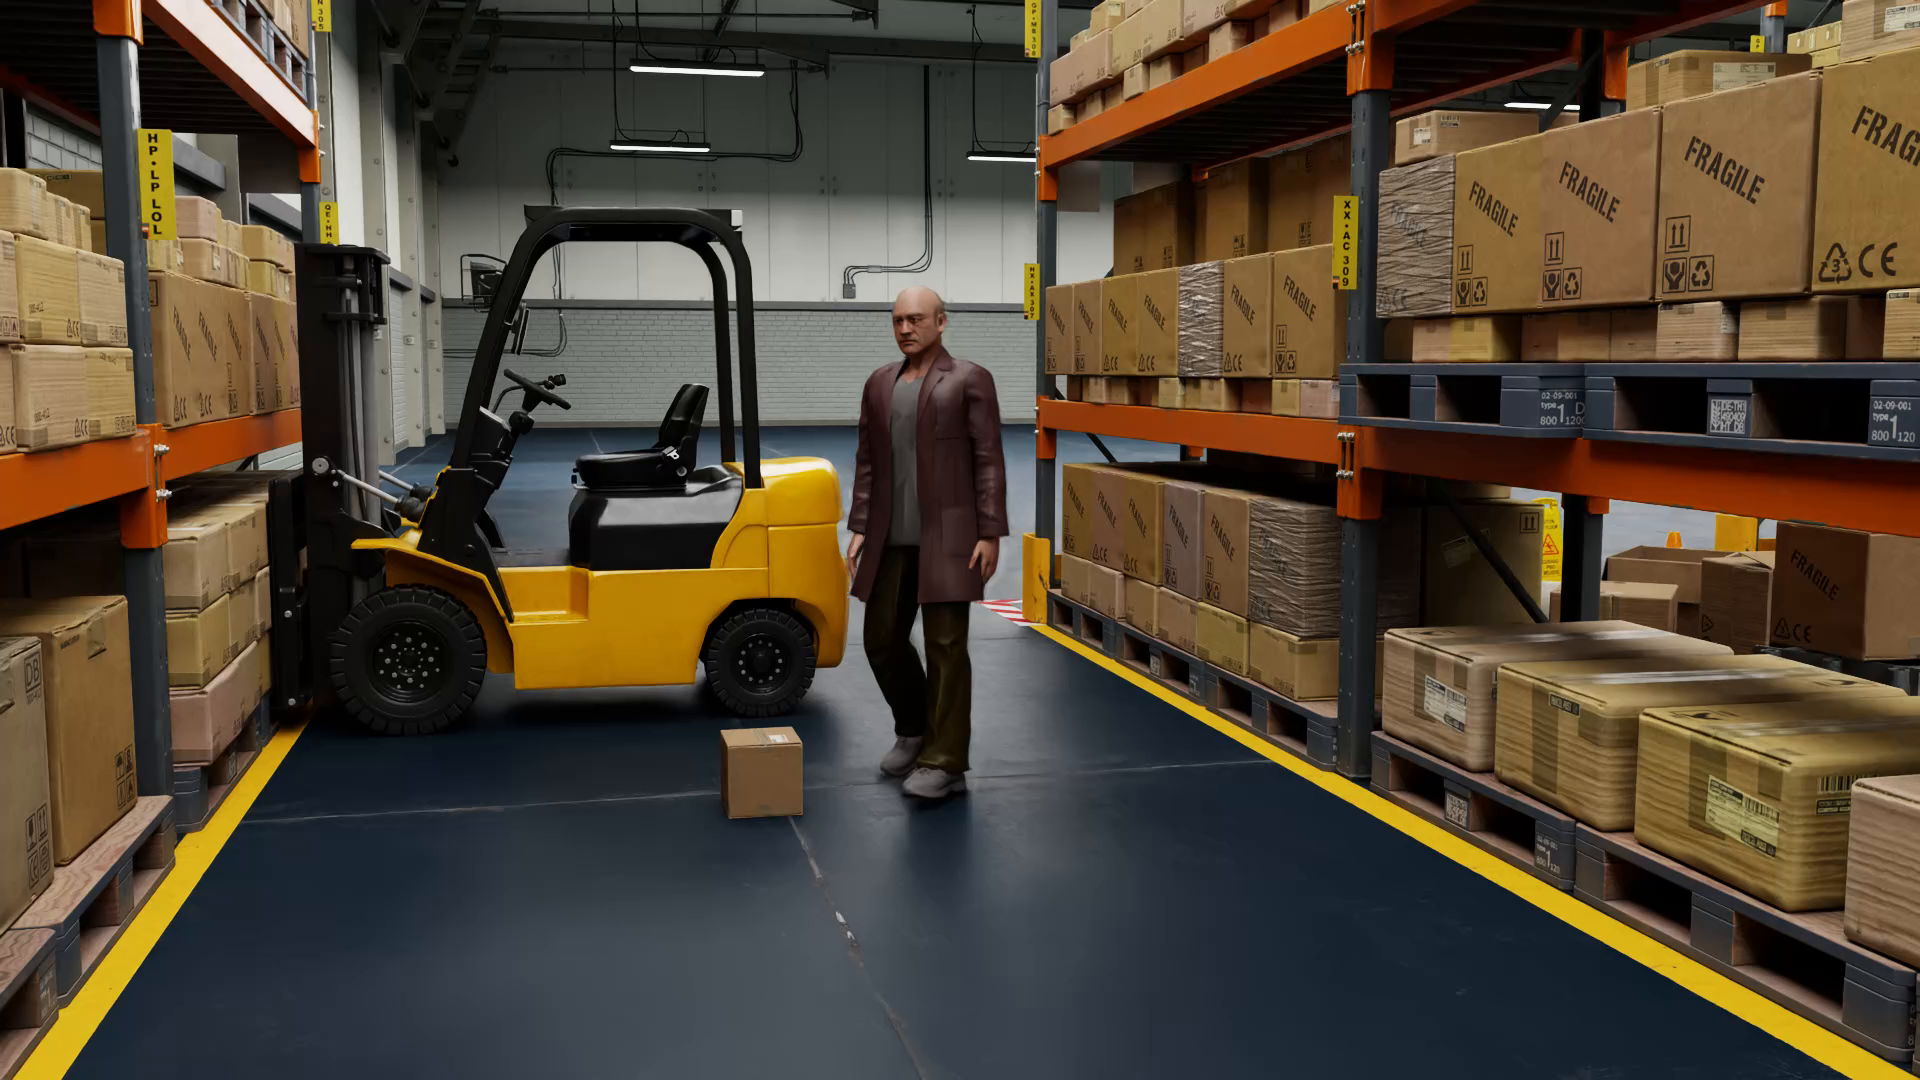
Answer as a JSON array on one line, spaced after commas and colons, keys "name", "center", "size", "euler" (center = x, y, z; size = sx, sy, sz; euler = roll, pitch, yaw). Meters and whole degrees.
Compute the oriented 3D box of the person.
[{"name": "person", "center": [-0.120, -0.005, 5.898], "size": [0.642, 1.777, 0.705], "euler": [3, 7, 26]}]
